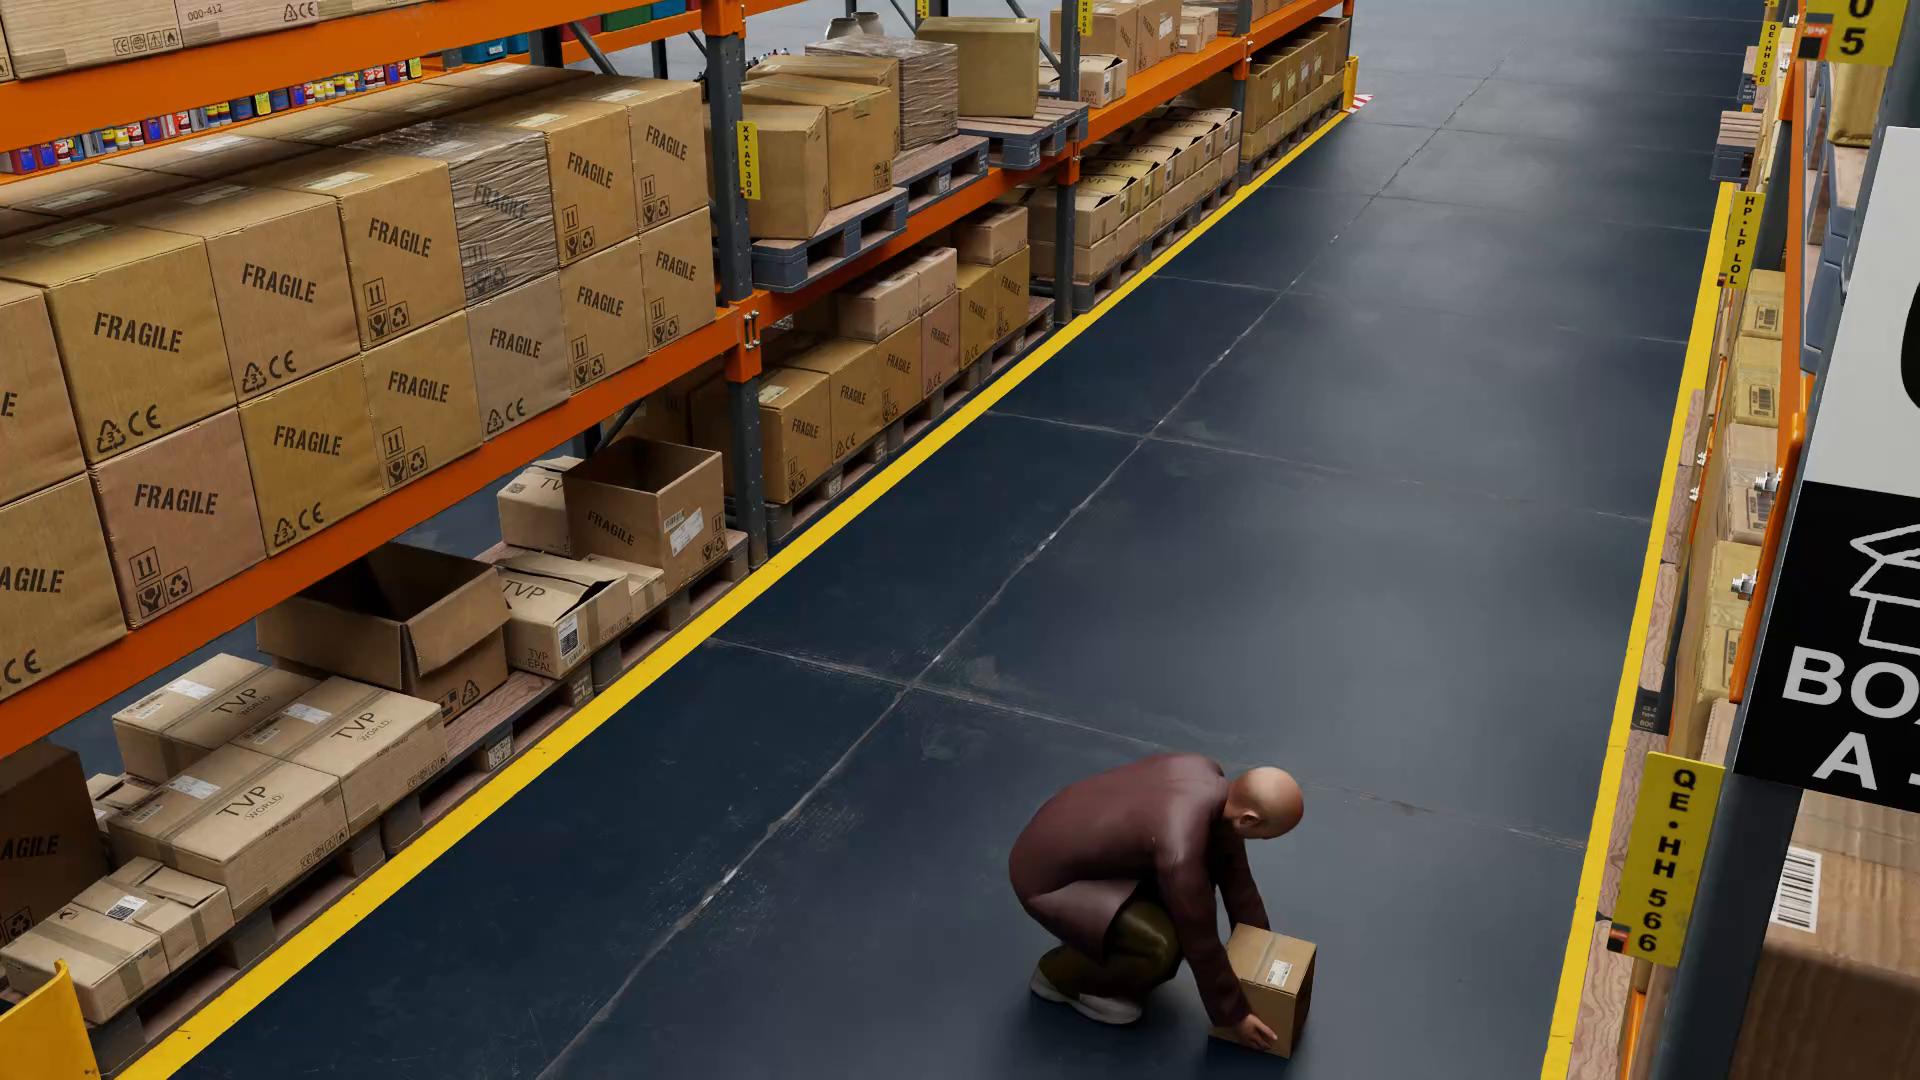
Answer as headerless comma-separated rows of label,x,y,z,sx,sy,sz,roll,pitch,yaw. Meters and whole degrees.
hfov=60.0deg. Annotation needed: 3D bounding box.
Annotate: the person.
person,0.589,1.032,5.054,0.903,0.888,0.599,11,28,22
